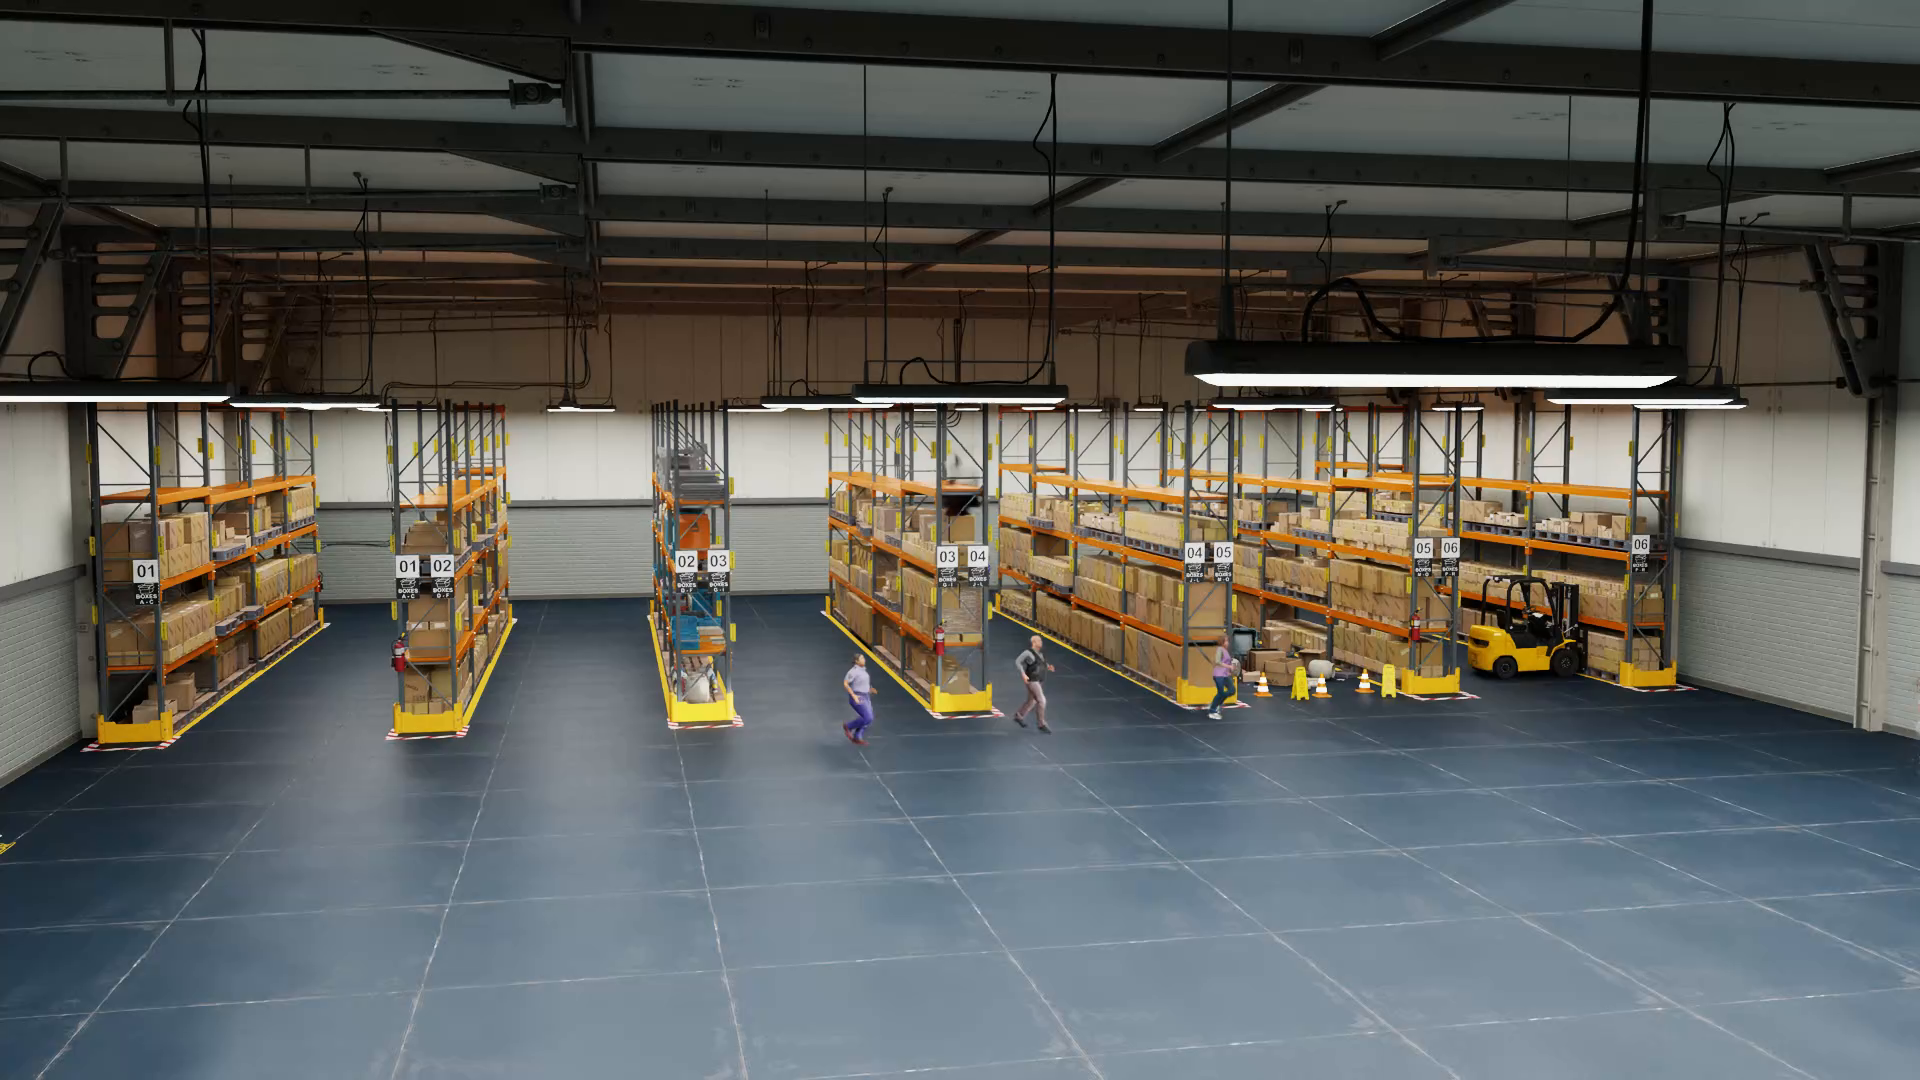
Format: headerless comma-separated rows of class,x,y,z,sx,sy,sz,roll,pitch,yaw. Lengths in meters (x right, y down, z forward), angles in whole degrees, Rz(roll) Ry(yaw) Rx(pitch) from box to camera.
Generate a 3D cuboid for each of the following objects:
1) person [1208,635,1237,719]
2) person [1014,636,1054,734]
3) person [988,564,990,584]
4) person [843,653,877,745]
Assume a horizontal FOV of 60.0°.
person,5.012,2.581,31.433,0.566,1.567,0.605,2,5,27
person,1.336,2.596,30.070,0.834,1.759,0.649,2,5,27
person,0.685,1.184,49.847,0.522,1.558,0.691,-2,5,-24
person,-1.728,2.760,28.842,0.546,1.606,0.613,1,5,18
